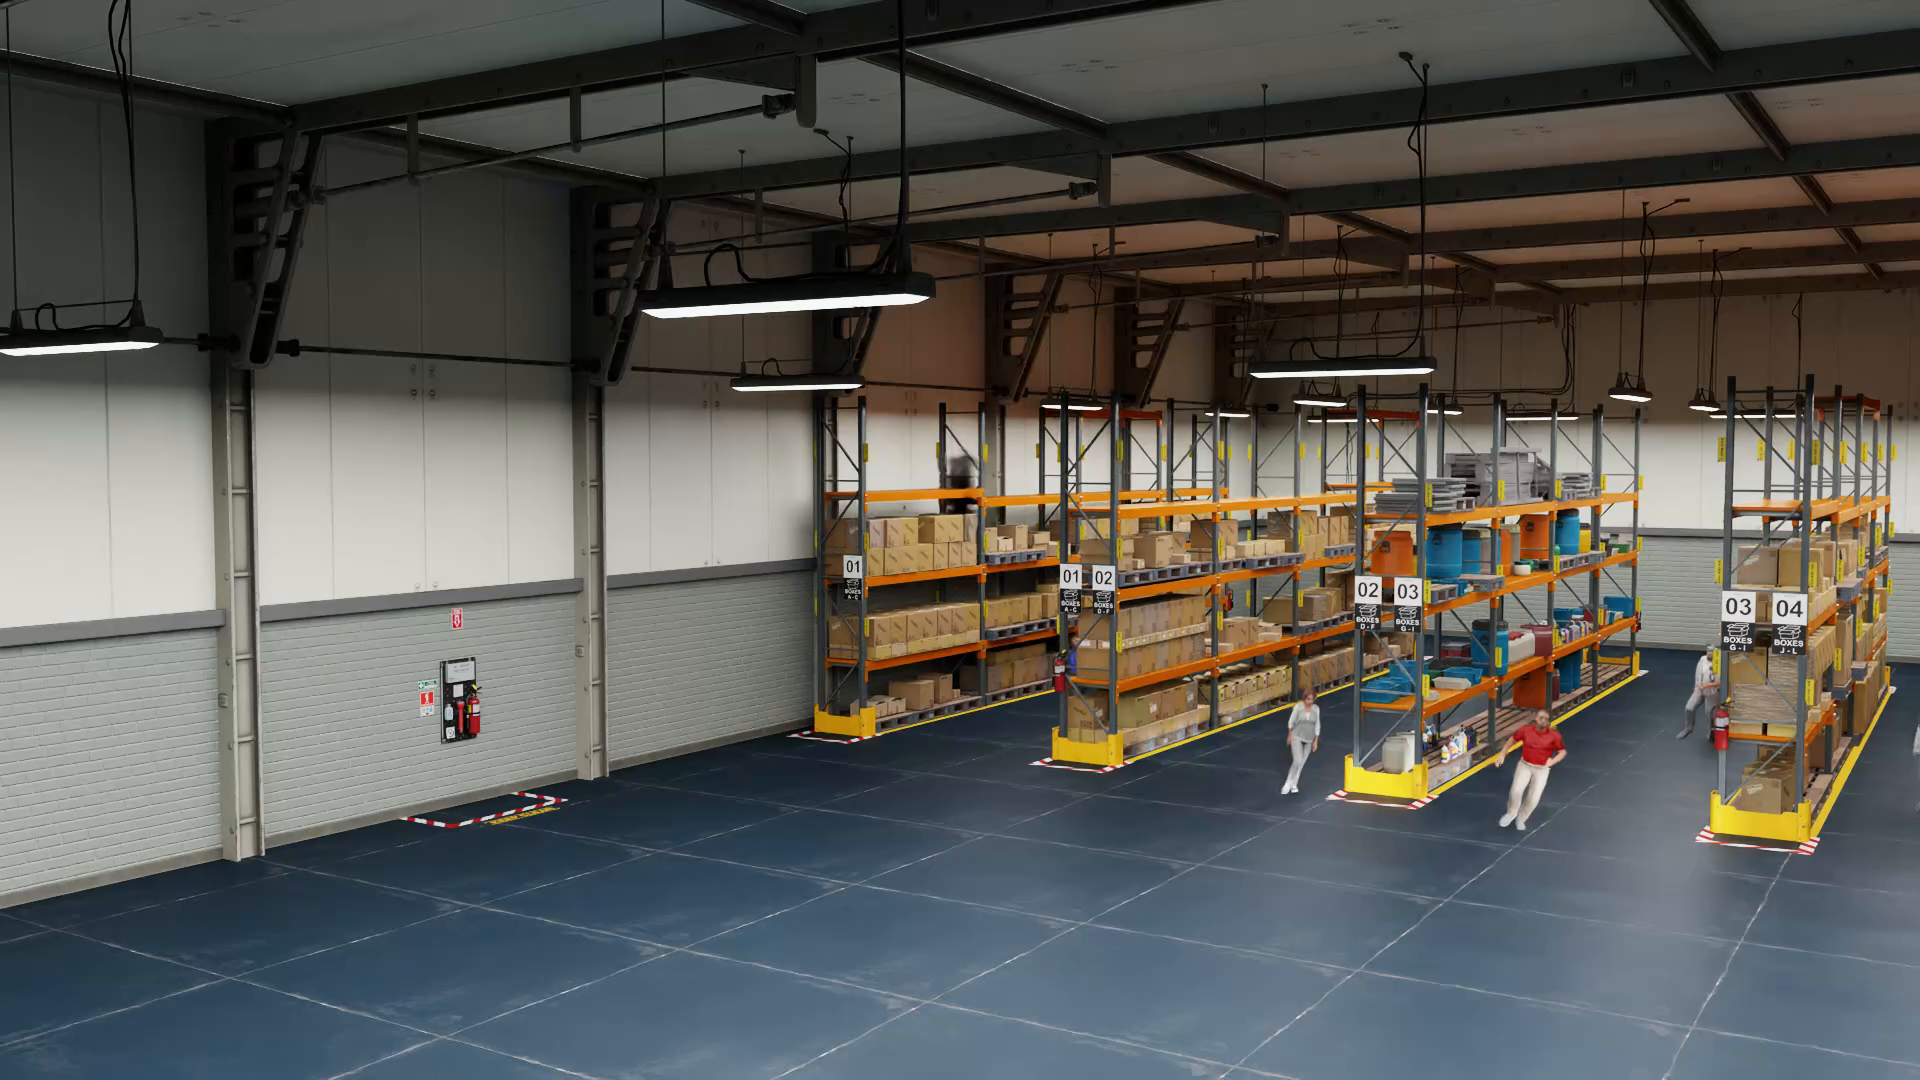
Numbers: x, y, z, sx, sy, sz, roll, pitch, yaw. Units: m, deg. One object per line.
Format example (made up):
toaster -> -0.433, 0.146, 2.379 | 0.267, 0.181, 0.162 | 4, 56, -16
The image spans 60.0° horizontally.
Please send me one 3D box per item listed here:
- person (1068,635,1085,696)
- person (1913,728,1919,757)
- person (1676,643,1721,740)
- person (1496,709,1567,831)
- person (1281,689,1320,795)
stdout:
person -> 2.202, 2.584, 30.426 | 0.598, 1.698, 0.894 | 2, 4, 38
person -> 13.336, 3.048, 22.632 | 0.604, 1.497, 1.035 | 1, 3, 21
person -> 12.873, 2.615, 28.711 | 0.814, 1.732, 0.759 | -2, 4, -35
person -> 7.550, 3.060, 21.953 | 0.859, 1.658, 0.664 | 1, 3, 12
person -> 4.949, 2.935, 24.256 | 0.548, 1.546, 0.565 | 0, 3, -9
